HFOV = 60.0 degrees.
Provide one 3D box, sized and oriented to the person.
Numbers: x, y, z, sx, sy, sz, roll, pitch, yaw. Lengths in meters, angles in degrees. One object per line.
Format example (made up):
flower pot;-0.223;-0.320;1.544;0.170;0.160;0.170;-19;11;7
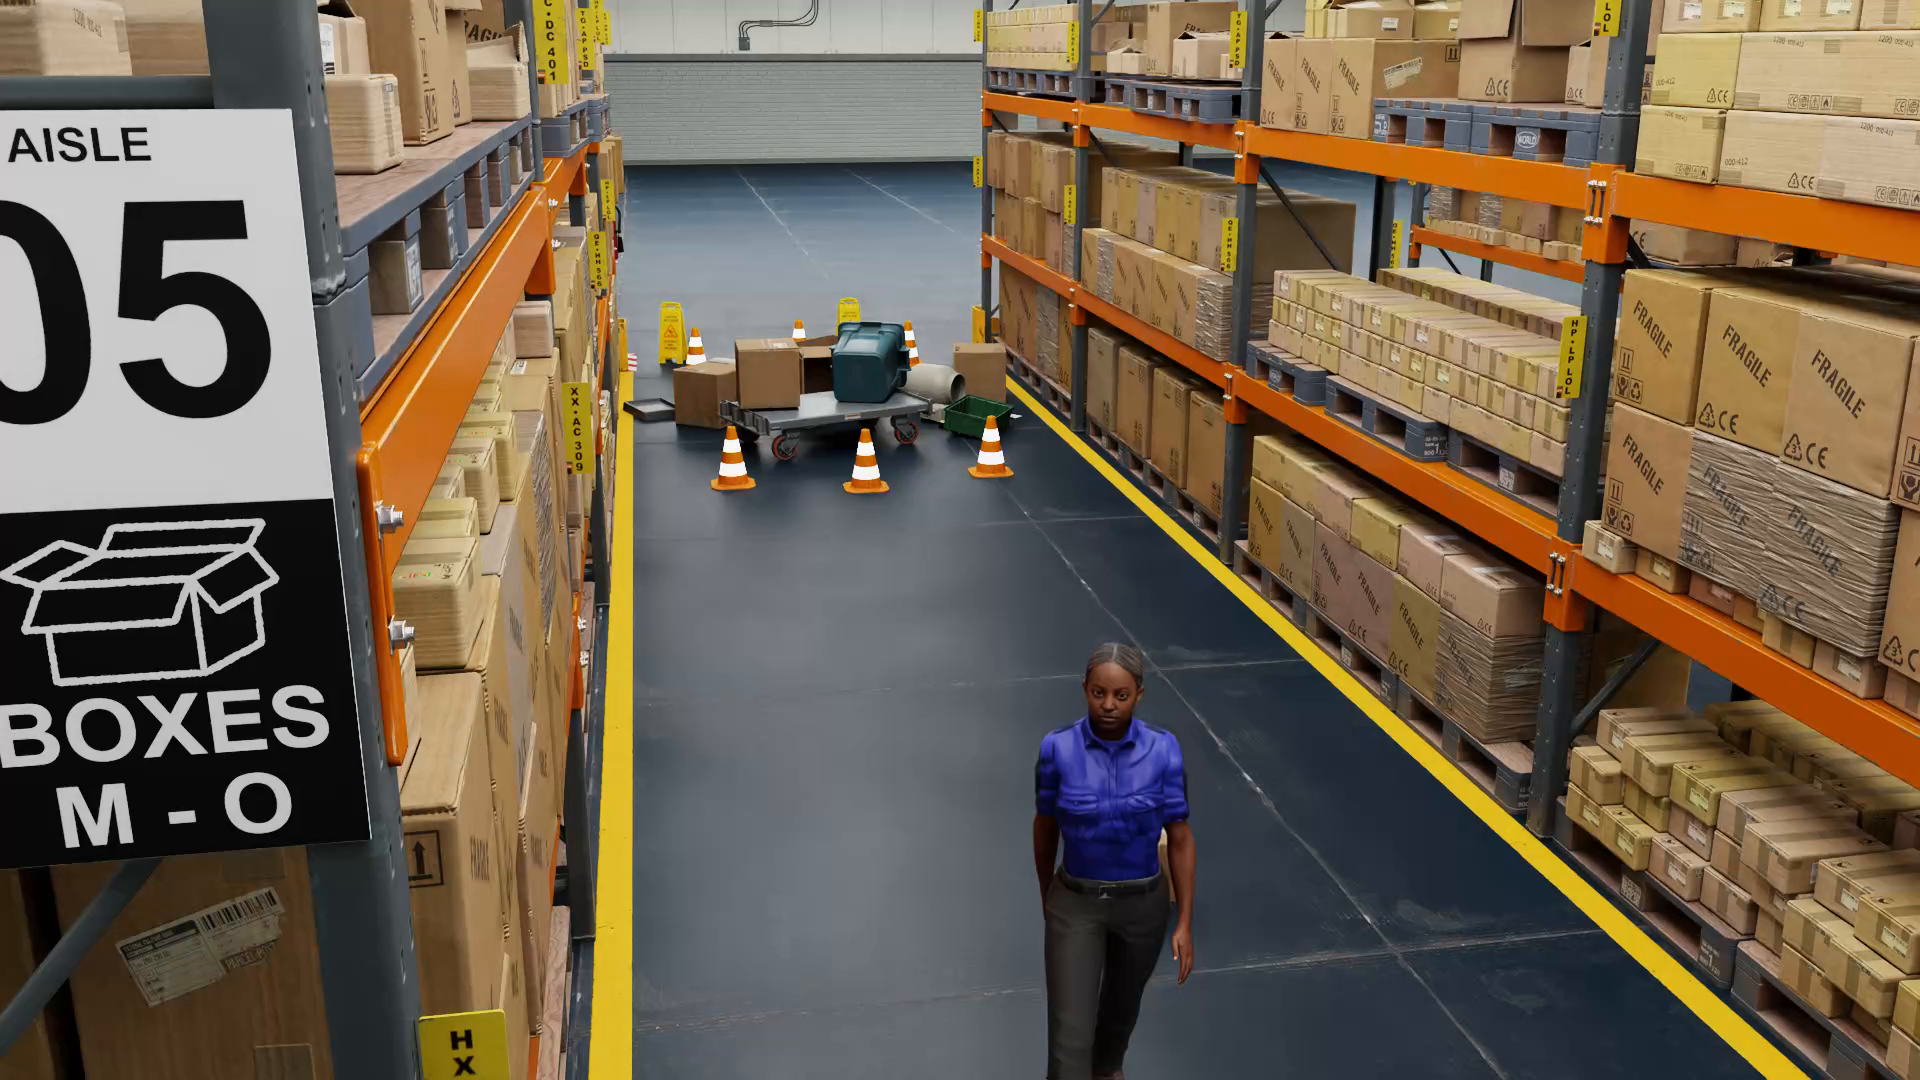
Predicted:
person;0.448;1.100;4.793;0.458;1.609;0.937;0;16;-1
